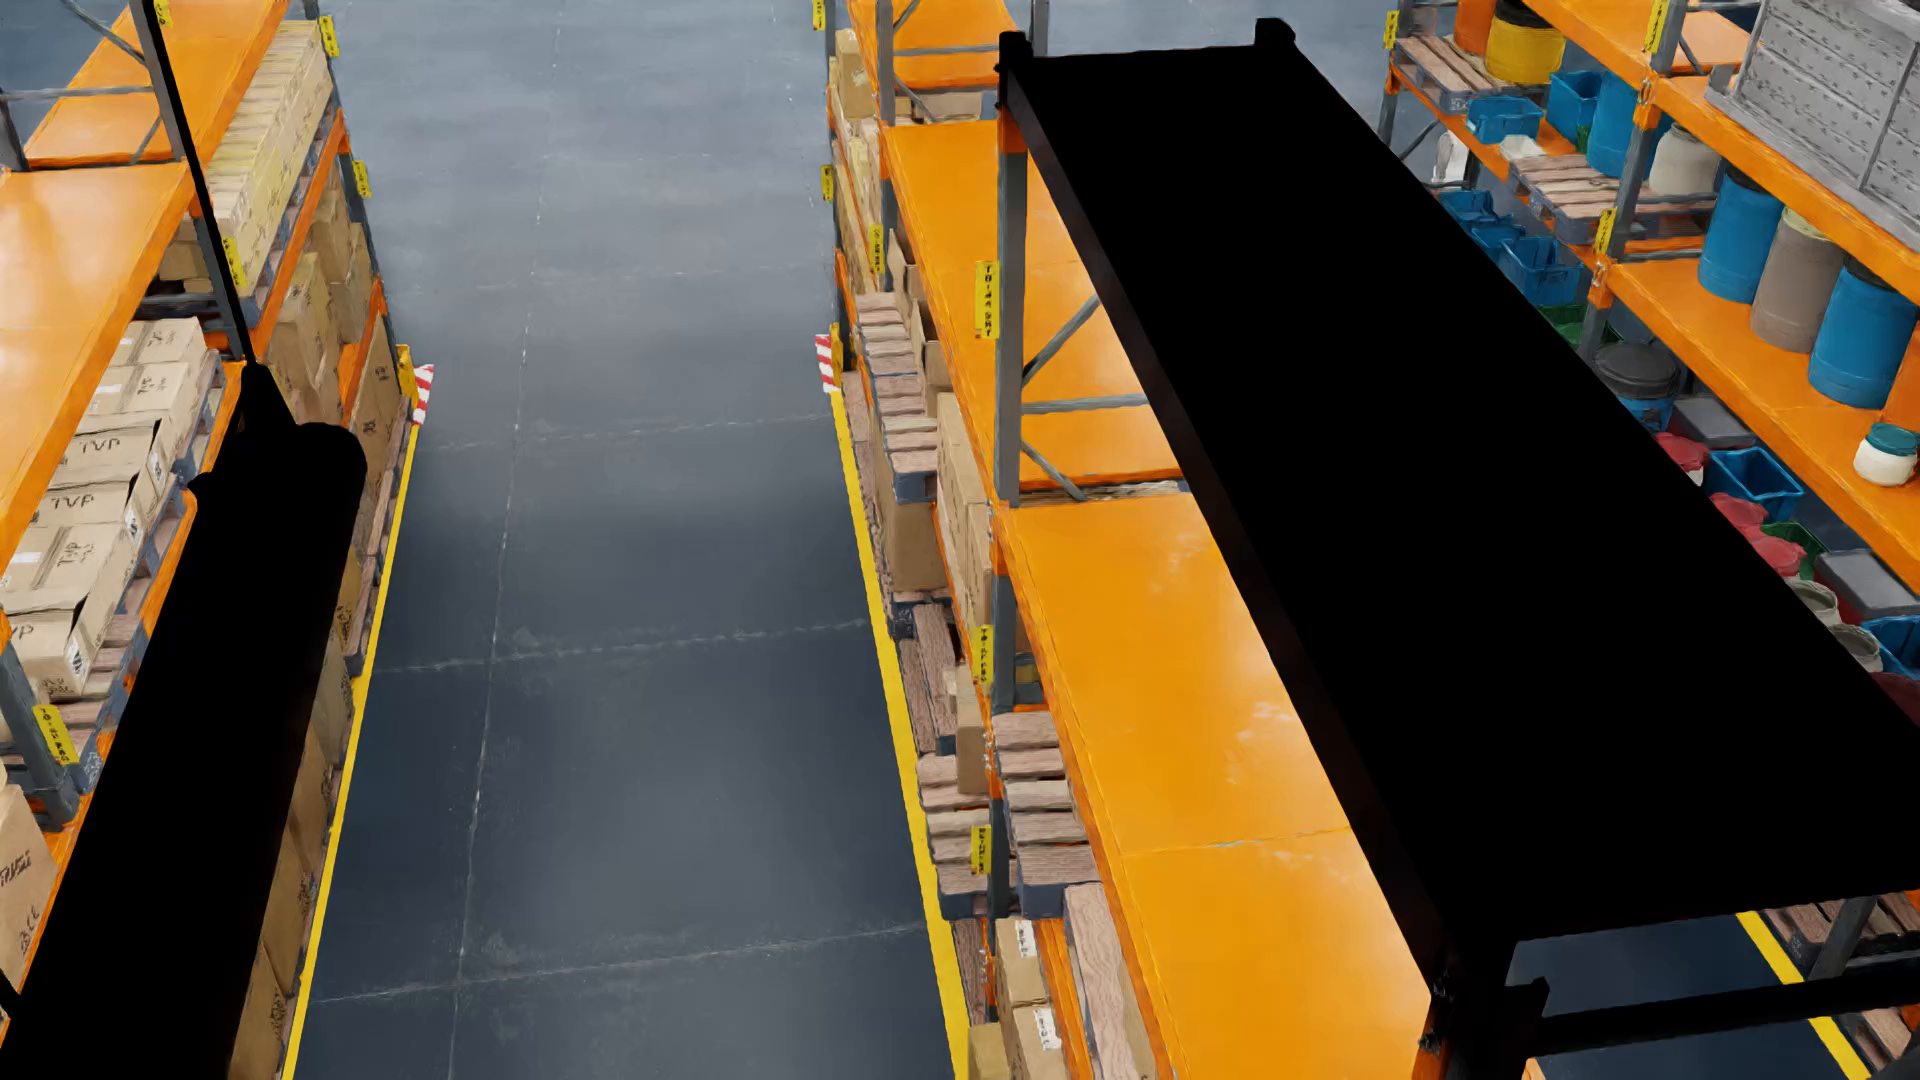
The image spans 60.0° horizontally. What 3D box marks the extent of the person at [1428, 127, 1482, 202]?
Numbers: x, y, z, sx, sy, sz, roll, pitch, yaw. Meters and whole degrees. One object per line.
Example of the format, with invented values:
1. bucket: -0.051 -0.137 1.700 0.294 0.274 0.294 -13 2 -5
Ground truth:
1. person: 5.045 -3.690 17.015 0.546 1.695 1.105 -6 37 -9
